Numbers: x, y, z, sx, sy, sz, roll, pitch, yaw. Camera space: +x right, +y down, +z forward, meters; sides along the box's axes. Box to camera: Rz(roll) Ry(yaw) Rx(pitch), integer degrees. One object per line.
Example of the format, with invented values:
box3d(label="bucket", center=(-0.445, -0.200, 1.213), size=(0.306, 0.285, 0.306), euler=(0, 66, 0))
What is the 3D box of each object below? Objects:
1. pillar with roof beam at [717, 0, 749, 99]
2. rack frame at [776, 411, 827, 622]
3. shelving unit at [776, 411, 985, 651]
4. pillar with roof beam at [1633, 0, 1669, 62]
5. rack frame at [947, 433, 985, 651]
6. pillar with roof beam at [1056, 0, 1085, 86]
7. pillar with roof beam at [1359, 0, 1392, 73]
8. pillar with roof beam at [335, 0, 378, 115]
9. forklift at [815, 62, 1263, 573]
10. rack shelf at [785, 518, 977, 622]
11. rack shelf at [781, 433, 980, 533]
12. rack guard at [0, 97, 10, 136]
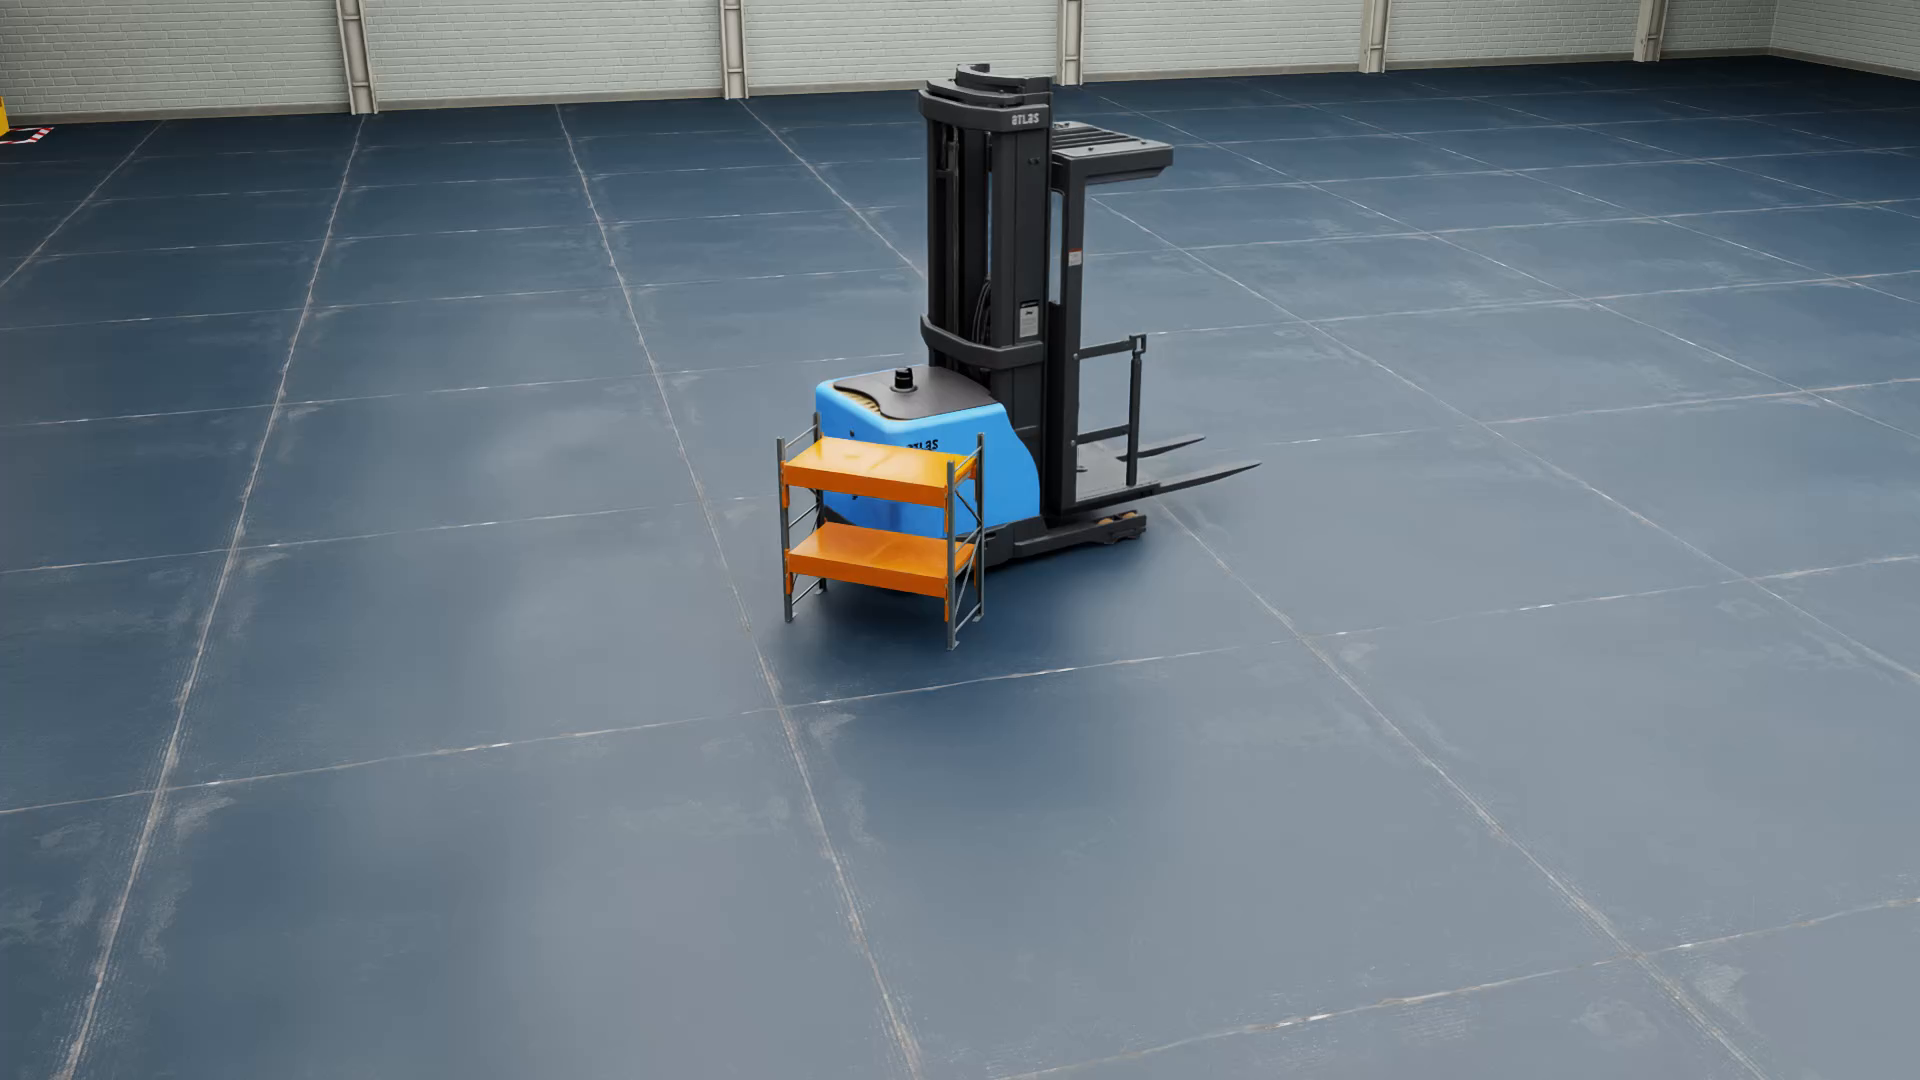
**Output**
box3d(label="pillar with roof beam", center=(-2.655, -10.034, 22.722), size=(0.400, 9.000, 9.100), euler=(-6, 24, -14))
box3d(label="rack frame", center=(-0.912, -0.137, 9.642), size=(0.032, 1.125, 0.500), euler=(9, 25, 20))
box3d(label="shelving unit", center=(-0.439, -0.064, 9.472), size=(1.048, 1.125, 0.538), euler=(9, 25, 20))
box3d(label="pillar with roof beam", center=(14.676, -11.951, 27.190), size=(0.400, 9.000, 9.100), euler=(-6, 24, -14))
box3d(label="rack frame", center=(0.034, 0.009, 9.301), size=(0.032, 1.125, 0.500), euler=(9, 25, 20))
box3d(label="pillar with roof beam", center=(3.122, -10.673, 24.211), size=(0.400, 9.000, 9.100), euler=(-6, 24, -14))
box3d(label="pillar with roof beam", center=(8.899, -11.312, 25.700), size=(0.400, 9.000, 9.100), euler=(-6, 24, -14))
box3d(label="pillar with roof beam", center=(-8.432, -9.394, 21.232), size=(0.400, 9.000, 9.100), euler=(-6, 24, -14))
box3d(label="forklift", center=(0.615, -1.480, 10.481), size=(3.031, 2.935, 1.130), euler=(-13, 27, -28))
box3d(label="rack shelf", center=(-0.439, 0.161, 9.568), size=(1.000, 0.278, 0.538), euler=(9, 25, 20))
box3d(label="rack shelf", center=(-0.439, -0.333, 9.356), size=(1.000, 0.278, 0.538), euler=(9, 25, 20))
box3d(label="rack guard", center=(-14.435, -6.219, 24.609), size=(0.348, 0.500, 1.175), euler=(-6, 24, -14))
